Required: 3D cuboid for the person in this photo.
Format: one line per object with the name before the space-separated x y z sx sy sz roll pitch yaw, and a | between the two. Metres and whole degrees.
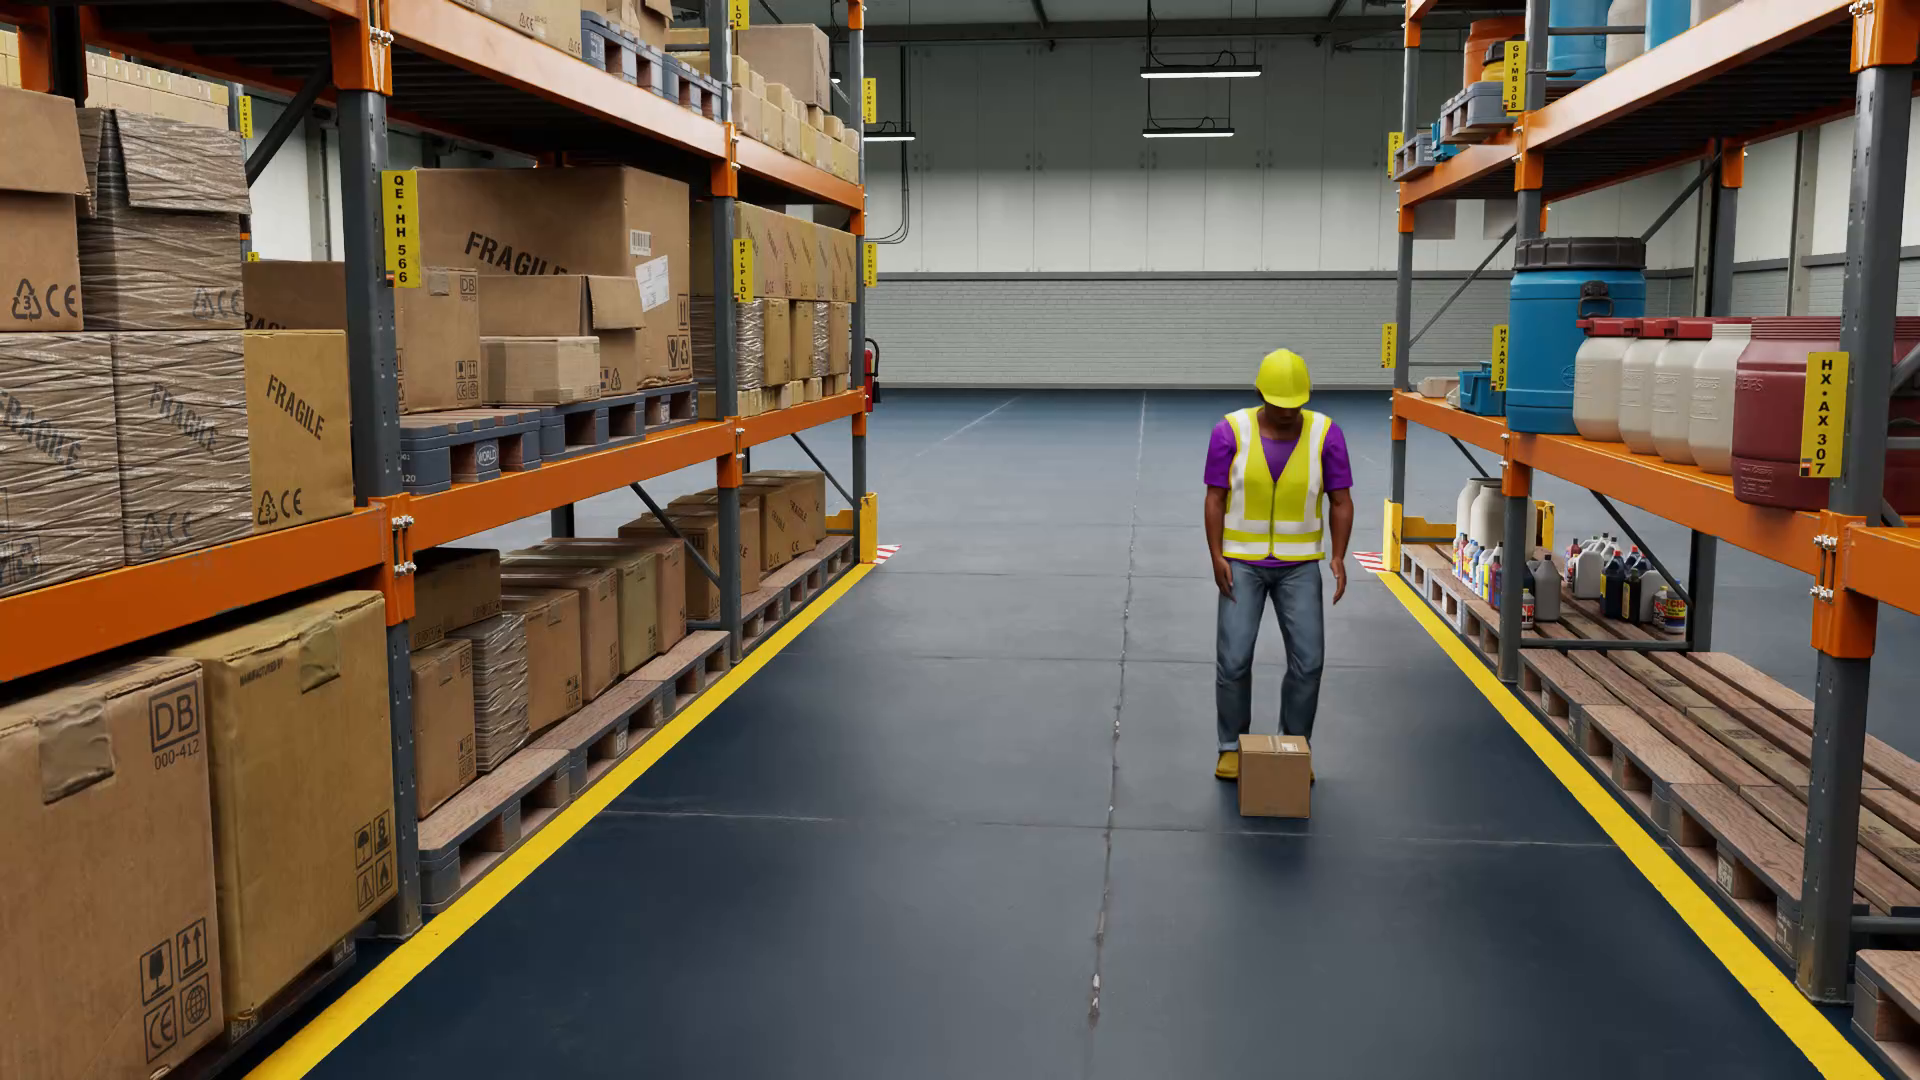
person | 1.263 0.101 6.632 0.591 1.717 0.453 1 8 8
